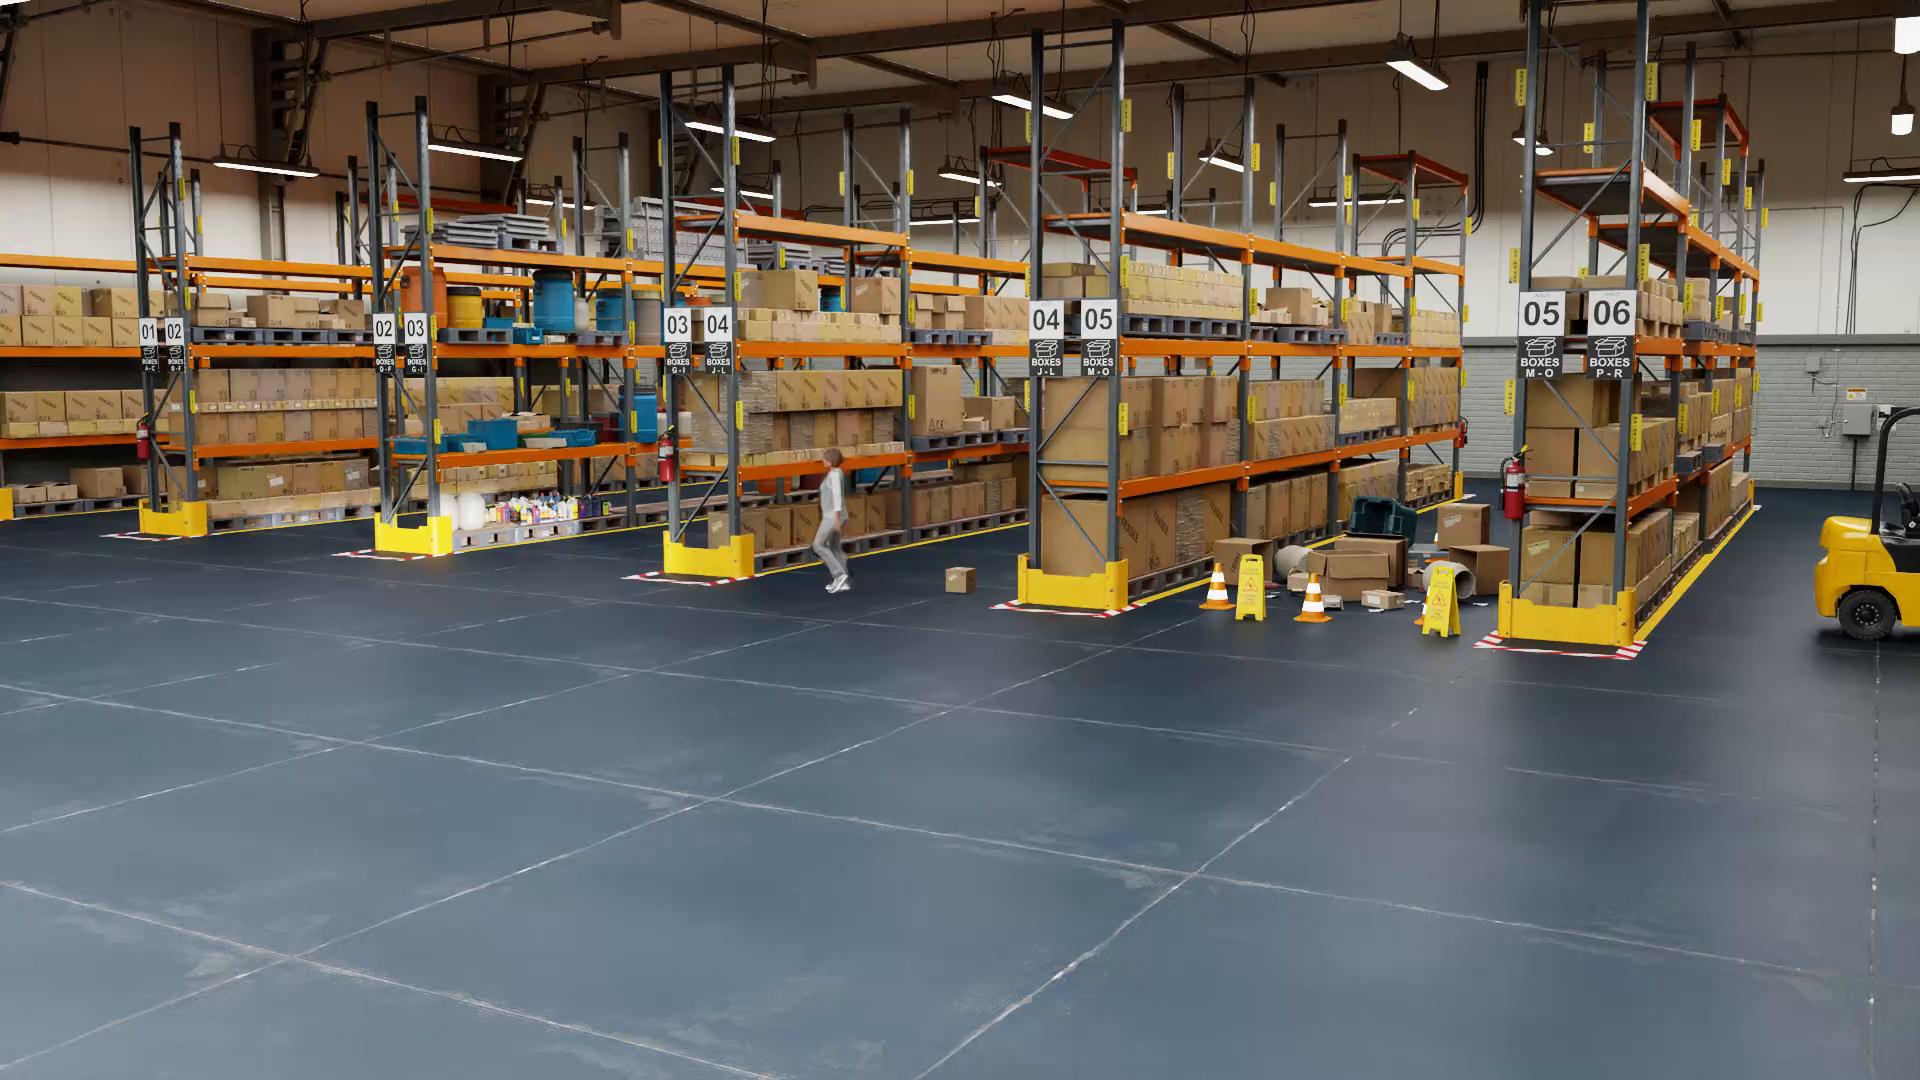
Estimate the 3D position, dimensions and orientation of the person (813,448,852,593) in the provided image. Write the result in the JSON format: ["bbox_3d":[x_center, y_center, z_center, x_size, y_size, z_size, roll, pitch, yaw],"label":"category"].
[{"bbox_3d":[-1.409,-0.217,18.385,0.411,1.604,0.422,0,6,2],"label":"person"}]
